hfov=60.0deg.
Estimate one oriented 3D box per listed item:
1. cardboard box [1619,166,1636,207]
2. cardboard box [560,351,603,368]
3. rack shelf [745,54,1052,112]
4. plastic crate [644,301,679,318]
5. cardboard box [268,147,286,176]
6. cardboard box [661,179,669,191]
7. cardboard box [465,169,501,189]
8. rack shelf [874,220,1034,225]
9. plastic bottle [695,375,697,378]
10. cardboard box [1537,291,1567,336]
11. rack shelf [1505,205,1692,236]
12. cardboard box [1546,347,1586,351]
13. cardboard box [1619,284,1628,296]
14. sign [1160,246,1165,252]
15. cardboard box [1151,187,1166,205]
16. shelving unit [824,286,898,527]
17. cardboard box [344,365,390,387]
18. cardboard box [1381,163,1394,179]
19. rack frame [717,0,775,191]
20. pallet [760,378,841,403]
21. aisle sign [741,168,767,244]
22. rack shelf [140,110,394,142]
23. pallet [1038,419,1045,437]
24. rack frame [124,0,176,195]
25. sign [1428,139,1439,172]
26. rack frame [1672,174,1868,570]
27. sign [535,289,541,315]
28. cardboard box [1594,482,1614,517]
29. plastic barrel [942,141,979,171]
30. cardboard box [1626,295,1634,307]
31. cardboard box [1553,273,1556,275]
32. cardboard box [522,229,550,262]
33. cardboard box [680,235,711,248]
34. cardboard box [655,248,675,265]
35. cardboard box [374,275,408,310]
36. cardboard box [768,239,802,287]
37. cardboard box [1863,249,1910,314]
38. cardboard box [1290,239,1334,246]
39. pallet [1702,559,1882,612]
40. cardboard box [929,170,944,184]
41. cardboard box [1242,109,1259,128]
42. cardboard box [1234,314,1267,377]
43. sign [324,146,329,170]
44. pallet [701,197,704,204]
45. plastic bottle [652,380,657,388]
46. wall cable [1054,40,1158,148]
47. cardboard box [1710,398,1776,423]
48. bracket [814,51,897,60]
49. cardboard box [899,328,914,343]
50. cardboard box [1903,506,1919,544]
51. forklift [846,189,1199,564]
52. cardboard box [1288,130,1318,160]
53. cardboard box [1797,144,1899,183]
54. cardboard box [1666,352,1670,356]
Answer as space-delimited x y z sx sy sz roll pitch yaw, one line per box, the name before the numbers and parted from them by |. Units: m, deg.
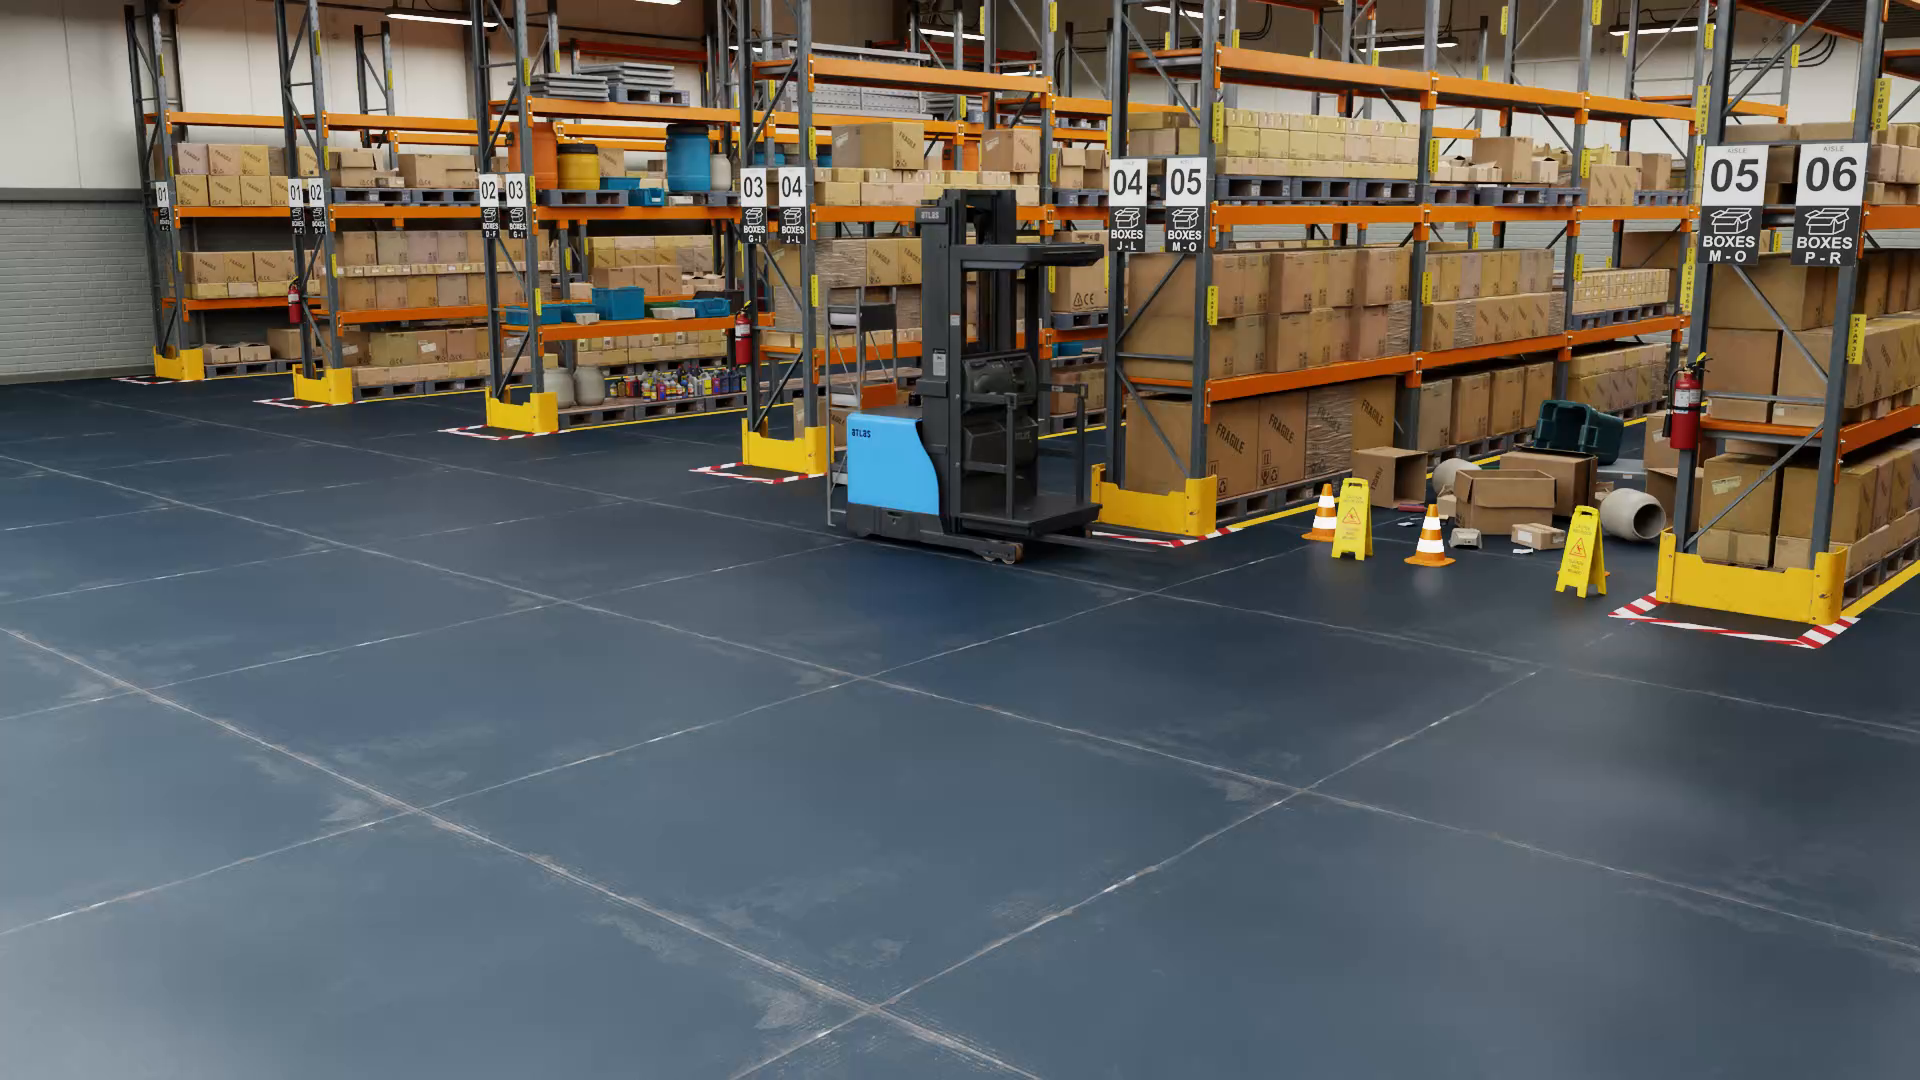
cardboard box | 8.236 -4.494 21.140 0.500 0.500 0.500 10 15 40
cardboard box | -6.277 -3.010 27.569 0.500 0.250 0.500 9 15 39
rack shelf | -0.611 -5.137 18.799 1.077 0.370 4.000 10 15 40
plastic crate | -4.119 -3.217 23.199 0.450 0.188 0.662 10 15 40
cardboard box | -11.974 -6.518 28.668 0.500 0.500 0.500 10 15 40
cardboard box | -5.065 -6.080 28.648 0.500 0.250 0.500 9 15 39
cardboard box | -7.617 -5.707 26.266 0.500 0.311 0.500 9 14 37
rack shelf | -0.129 -6.714 34.347 1.077 0.370 4.000 10 15 40
plastic bottle | -3.654 -2.169 23.225 0.061 0.283 0.133 10 15 40
cardboard box | 6.913 -2.724 19.935 0.500 0.500 0.500 10 15 40
rack shelf | 8.329 -4.188 21.700 1.077 0.370 4.000 10 15 40
cardboard box | 7.936 -2.407 21.997 0.500 0.250 0.500 10 15 42
cardboard box | 8.503 -3.279 21.782 0.380 0.149 0.250 11 15 42
sign | 2.931 -4.071 23.979 0.100 0.325 0.005 10 15 40
cardboard box | 2.569 -4.579 22.205 0.500 0.250 0.500 10 15 42
shelving unit | -0.868 -1.174 14.729 0.431 2.100 0.503 9 14 37
cardboard box | -8.849 -2.444 24.737 0.500 0.250 0.500 10 15 40
cardboard box | 4.032 -3.620 16.331 0.380 0.149 0.250 10 15 41
rack frame | -3.011 -6.426 23.407 1.000 3.000 0.127 10 15 40
pallet | -2.522 -2.237 24.872 1.003 0.211 1.213 10 15 40
aisle sign | -2.198 -3.559 17.736 0.394 0.787 0.004 10 15 40
rack shelf | -11.773 -7.058 28.418 1.077 0.370 4.000 10 15 40
pallet | 0.292 -1.373 20.544 1.003 0.211 1.213 10 15 40
rack frame | -13.094 -7.118 26.874 1.000 3.000 0.127 10 15 40
sign | 4.786 -3.879 16.793 0.100 0.325 0.005 10 15 40
rack frame | 5.513 -0.974 11.427 1.000 3.000 0.127 10 15 40
sign | -5.241 -2.959 20.662 0.100 0.325 0.005 10 15 40
cardboard box | 6.003 -0.379 15.431 0.258 0.266 0.396 0 11 1
plastic barrel | 0.006 -6.043 26.981 0.600 0.830 0.708 10 15 40
cardboard box | 8.678 -3.171 21.998 0.380 0.149 0.250 11 15 43
cardboard box | 7.502 -3.397 21.609 0.380 0.149 0.250 10 15 42
cardboard box | -7.018 -4.744 26.736 0.700 0.500 0.500 10 15 41
cardboard box | -5.633 -6.338 35.307 0.500 0.250 0.500 10 15 42
cardboard box | -6.281 -5.823 34.639 0.500 0.500 0.500 10 15 42
cardboard box | -8.709 -3.730 24.974 0.700 0.500 0.500 10 15 42
cardboard box | -1.754 -3.053 18.271 0.500 0.500 0.500 10 15 40
cardboard box | 7.346 -2.138 13.691 0.700 0.500 0.500 10 15 41
cardboard box | 5.575 -4.466 26.098 0.797 0.503 0.637 9 15 39
pallet | 6.126 0.268 12.332 1.003 0.211 1.213 10 15 40
cardboard box | -0.399 -4.128 18.929 0.380 0.149 0.250 9 14 38
cardboard box | 2.353 -3.637 14.383 0.380 0.149 0.250 10 15 41
cardboard box | 2.285 -1.816 15.264 0.875 0.550 0.550 10 15 40
sign | -8.957 -5.402 23.507 0.100 0.325 0.005 10 15 40
pallet | -4.470 -5.980 29.318 1.213 0.211 1.003 11 16 43
plastic bottle | -4.264 -2.135 23.265 0.097 0.201 0.097 0 11 0
wall cable | 3.502 -10.862 40.653 3.097 2.526 0.112 10 15 40
cardboard box | 5.599 -0.933 11.866 0.380 0.149 0.250 10 15 42
bracket | -3.119 -11.258 38.410 0.076 0.066 4.783 10 15 40
cardboard box | -0.744 -2.328 18.848 0.380 0.149 0.250 10 15 40
cardboard box | 7.282 -0.144 13.222 0.500 0.250 0.500 10 15 41
forklift | 0.494 -1.362 13.547 3.031 2.935 1.130 9 14 37
cardboard box | 2.906 -3.584 15.134 0.500 0.250 0.500 10 15 40
cardboard box | 6.045 -2.556 11.317 0.500 0.250 0.500 9 15 39
cardboard box | 10.494 -2.751 25.015 0.380 0.149 0.250 9 14 38
